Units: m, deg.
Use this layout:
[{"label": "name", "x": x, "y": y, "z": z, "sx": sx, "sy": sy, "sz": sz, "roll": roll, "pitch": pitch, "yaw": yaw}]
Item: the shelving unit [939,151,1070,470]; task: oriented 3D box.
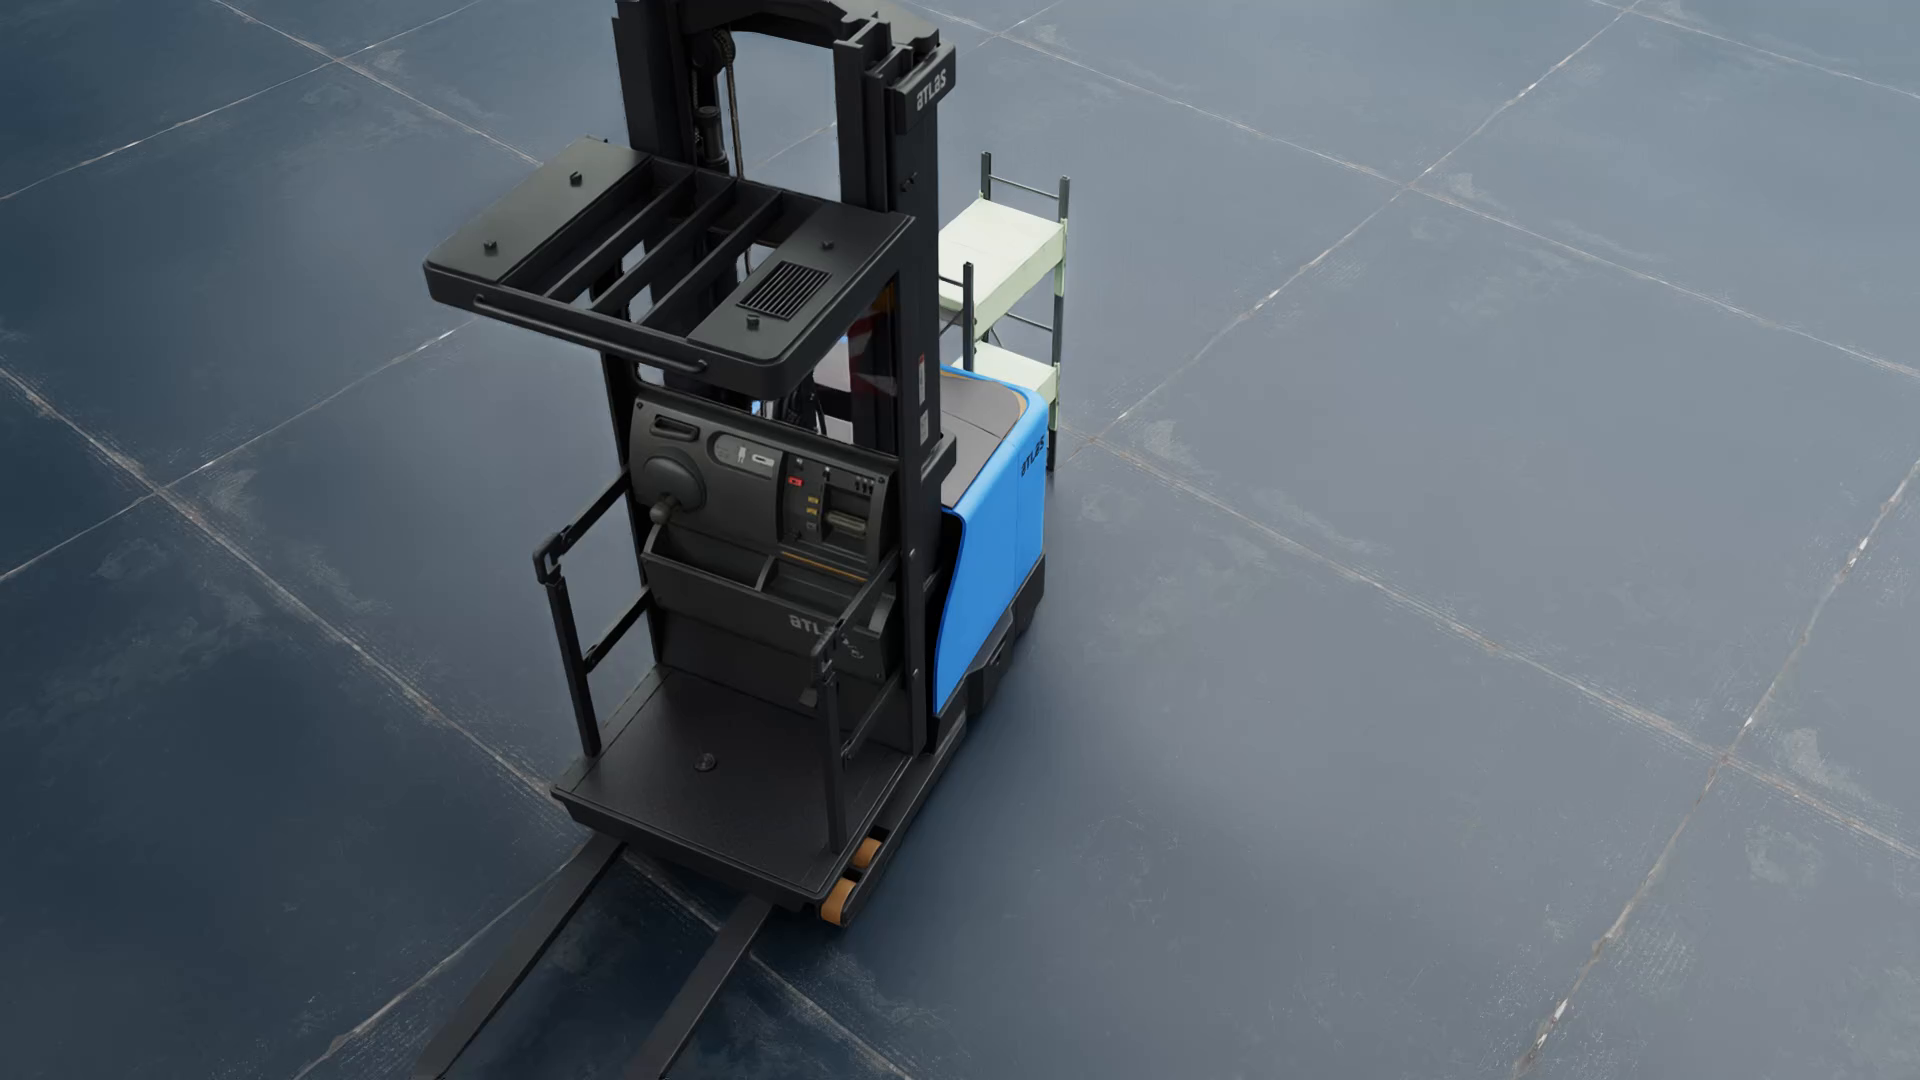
[{"label": "shelving unit", "x": 0.069, "y": -0.741, "z": 6.950, "sx": 0.431, "sy": 1.500, "sz": 0.755, "roll": 23, "pitch": 47, "yaw": 23}]

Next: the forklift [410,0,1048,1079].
[{"label": "forklift", "x": -0.739, "y": -0.088, "z": 5.168, "sx": 1.130, "sy": 2.935, "sz": 3.031, "roll": 18, "pitch": 45, "yaw": 18}]

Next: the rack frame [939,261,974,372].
[{"label": "rack frame", "x": -0.124, "y": -0.532, "z": 6.720, "sx": 0.400, "sy": 1.500, "sz": 0.023, "roll": 23, "pitch": 47, "yaw": 23}]

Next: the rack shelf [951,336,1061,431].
[{"label": "rack shelf", "x": 0.069, "y": -0.500, "z": 7.169, "sx": 0.431, "sy": 0.370, "sz": 0.720, "roll": 23, "pitch": 47, "yaw": 23}]

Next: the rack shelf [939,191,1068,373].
[{"label": "rack shelf", "x": 0.069, "y": -1.030, "z": 6.687, "sx": 0.431, "sy": 0.370, "sz": 0.720, "roll": 23, "pitch": 47, "yaw": 23}]

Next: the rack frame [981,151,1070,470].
[{"label": "rack frame", "x": 0.262, "y": -0.950, "z": 7.180, "sx": 0.400, "sy": 1.500, "sz": 0.023, "roll": 23, "pitch": 47, "yaw": 23}]
